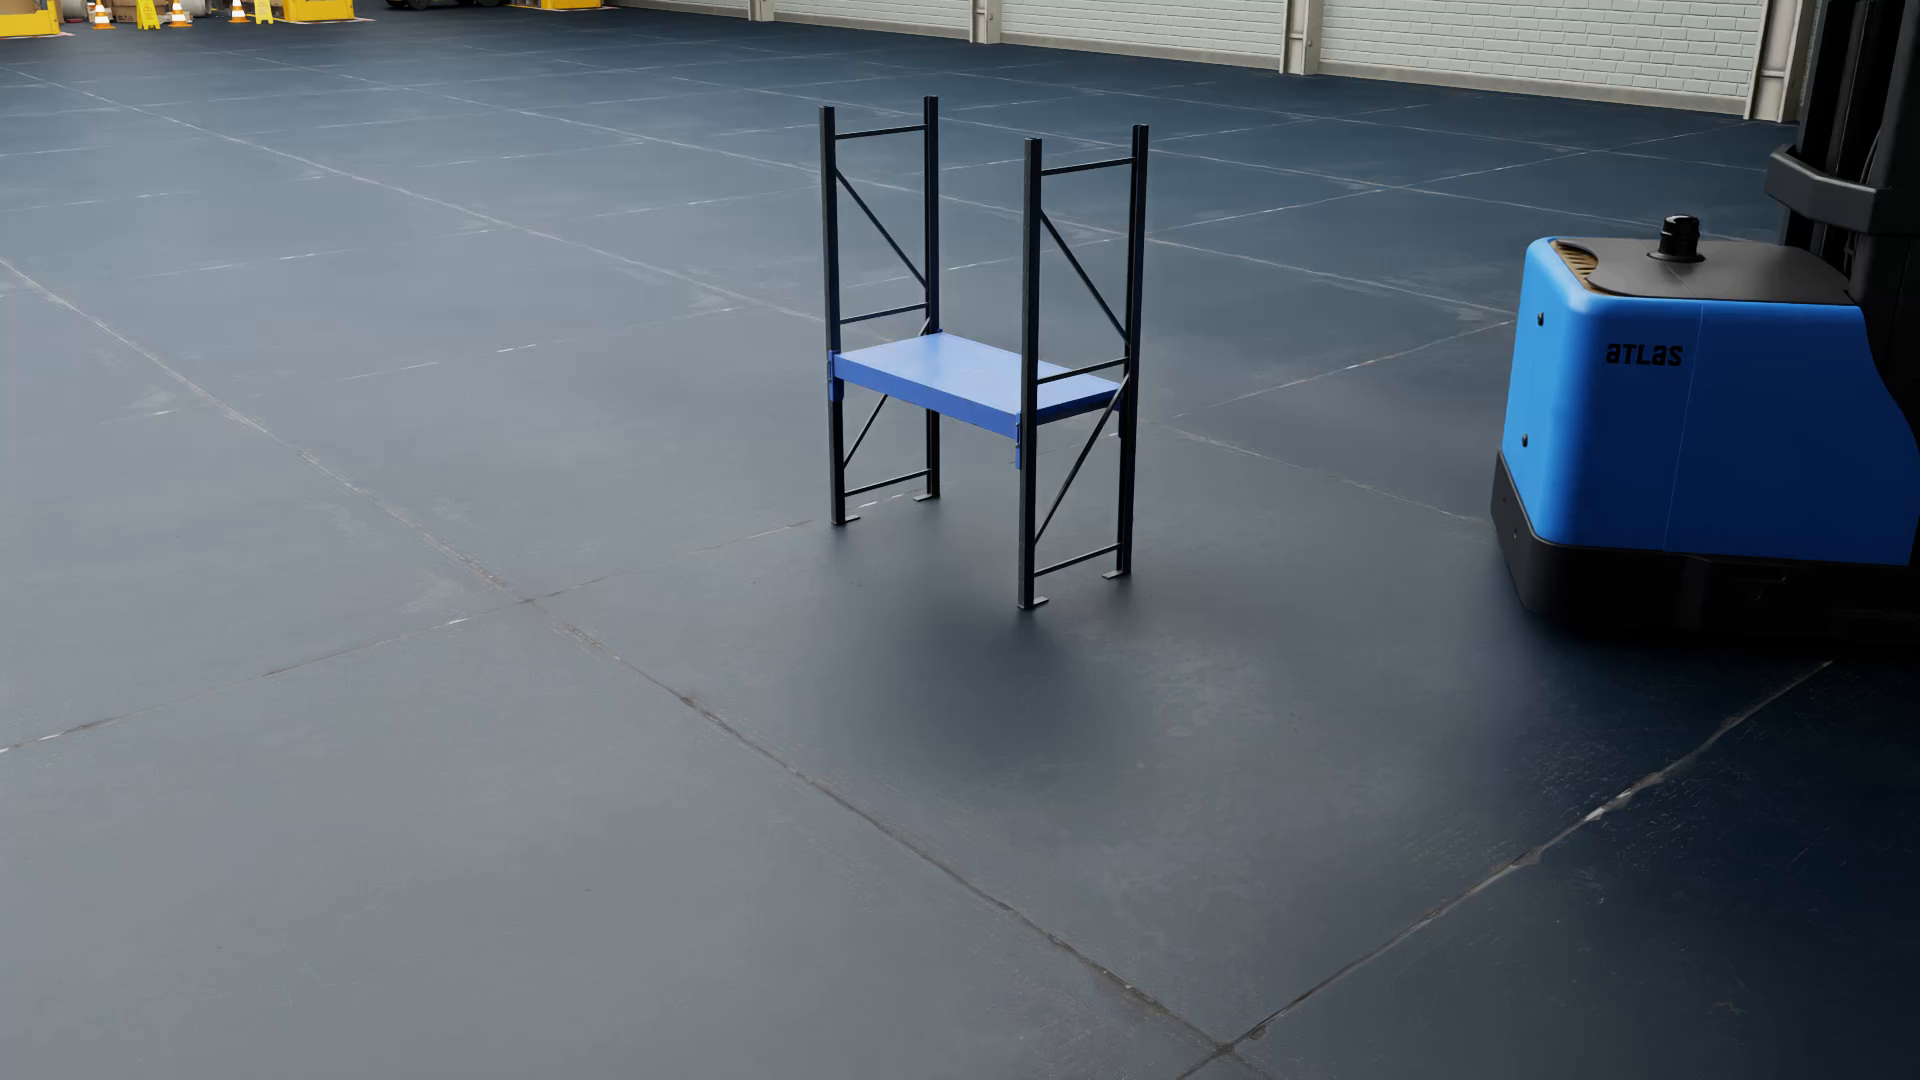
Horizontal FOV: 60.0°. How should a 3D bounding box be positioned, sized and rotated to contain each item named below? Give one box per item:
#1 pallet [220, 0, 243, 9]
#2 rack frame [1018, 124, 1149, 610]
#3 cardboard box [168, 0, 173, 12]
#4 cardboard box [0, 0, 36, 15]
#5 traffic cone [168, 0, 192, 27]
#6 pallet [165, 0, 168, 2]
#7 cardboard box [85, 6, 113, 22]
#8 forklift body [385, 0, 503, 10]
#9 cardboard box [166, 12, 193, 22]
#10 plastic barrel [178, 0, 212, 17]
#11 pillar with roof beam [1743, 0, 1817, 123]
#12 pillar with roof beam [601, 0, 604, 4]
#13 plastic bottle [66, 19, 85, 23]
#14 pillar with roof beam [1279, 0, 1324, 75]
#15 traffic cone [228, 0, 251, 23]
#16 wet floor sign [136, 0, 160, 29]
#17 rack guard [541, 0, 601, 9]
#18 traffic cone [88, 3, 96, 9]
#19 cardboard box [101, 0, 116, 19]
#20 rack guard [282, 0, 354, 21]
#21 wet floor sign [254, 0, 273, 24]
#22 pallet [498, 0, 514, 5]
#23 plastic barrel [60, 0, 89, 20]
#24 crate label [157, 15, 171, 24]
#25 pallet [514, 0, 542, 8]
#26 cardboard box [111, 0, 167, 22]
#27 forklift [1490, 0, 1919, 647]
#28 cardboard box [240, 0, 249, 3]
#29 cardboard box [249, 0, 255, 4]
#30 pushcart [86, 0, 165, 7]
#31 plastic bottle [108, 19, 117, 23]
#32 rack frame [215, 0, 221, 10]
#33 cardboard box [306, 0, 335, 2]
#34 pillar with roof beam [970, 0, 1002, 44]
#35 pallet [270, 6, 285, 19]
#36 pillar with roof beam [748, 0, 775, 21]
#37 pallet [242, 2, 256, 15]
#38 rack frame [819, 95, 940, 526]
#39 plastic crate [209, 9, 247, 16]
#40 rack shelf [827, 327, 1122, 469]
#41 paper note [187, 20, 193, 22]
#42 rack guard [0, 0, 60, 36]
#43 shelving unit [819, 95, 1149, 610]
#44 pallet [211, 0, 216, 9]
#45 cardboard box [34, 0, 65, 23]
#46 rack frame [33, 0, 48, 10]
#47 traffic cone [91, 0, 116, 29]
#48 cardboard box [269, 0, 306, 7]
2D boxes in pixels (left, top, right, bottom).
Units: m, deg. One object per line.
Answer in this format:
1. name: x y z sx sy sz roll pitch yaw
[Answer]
1. pallet: -13.574 -10.343 32.101 1.003 0.211 1.213 -17 27 -37
2. rack frame: 0.388 -0.534 5.292 0.500 1.500 0.032 -17 27 -37
3. cardboard box: -14.371 -10.035 30.917 0.500 0.500 0.500 0 21 -1
4. cardboard box: -15.605 -8.884 26.892 0.875 0.875 0.875 -17 27 -37
5. traffic cone: -13.305 -8.985 28.290 0.336 0.463 0.334 -17 27 -37
6. pallet: -16.141 -11.409 34.822 1.003 0.211 1.213 -17 27 -37
7. cardboard box: -15.206 -9.302 29.370 0.396 0.266 0.258 -12 25 -28
8. forklift body: -10.290 -11.590 32.626 2.313 2.155 1.214 -17 27 -37
9. cardboard box: -13.814 -9.267 29.439 0.380 0.149 0.250 -4 22 -10
10. plastic barrel: -13.923 -9.724 30.229 0.512 0.421 0.421 0 21 -1
11. pillar with roof beam: 4.963 -7.440 12.641 9.100 9.000 0.400 -17 27 -37
12. pillar with roof beam: -10.703 -14.071 29.571 9.100 9.000 0.400 -17 27 -37
13. plastic bottle: -15.470 -9.085 29.095 0.133 0.061 0.283 12 24 27
14. pillar with roof beam: 1.046 -9.098 16.873 9.100 9.000 0.400 -17 27 -37
15. traffic cone: -12.686 -9.343 29.205 0.336 0.463 0.334 -17 27 -37
16. wet floor sign: -13.593 -8.874 27.755 0.232 0.644 0.267 17 27 36
17. rack guard: -7.655 -10.725 32.681 1.175 0.500 0.348 -17 27 -37
18. traffic cone: -16.856 -10.488 32.128 0.336 0.463 0.334 -17 27 -37
19. cardboard box: -15.109 -9.753 30.008 0.797 0.637 0.503 -17 27 -37
20. rack guard: -11.478 -9.570 29.732 1.175 0.500 0.348 -17 27 -37
21. wet floor sign: -12.115 -9.309 28.868 0.267 0.644 0.232 -8 23 -19
22. pallet: -8.993 -11.135 34.125 1.003 0.211 1.213 -17 27 -37
23. plastic barrel: -15.821 -9.464 29.566 0.512 0.421 0.421 0 21 -1
24. crate label: -13.865 -9.036 28.866 0.298 0.136 0.250 7 23 18
25. pallet: -8.201 -10.799 33.265 1.003 0.211 1.213 -17 27 -37
26. cardboard box: -14.493 -9.433 29.378 0.637 0.503 0.797 3 22 9
27. forklift: 3.347 -1.152 4.906 3.031 2.935 1.130 4 22 9
28. cardboard box: -13.153 -10.215 31.147 0.500 0.250 0.500 -18 28 -38
29. cardboard box: -12.838 -10.076 30.790 0.500 0.250 0.500 -19 28 -39
30. pushcart: -15.734 -10.040 31.102 0.936 0.377 1.648 12 24 27
31. plastic bottle: -14.899 -9.088 29.104 0.283 0.061 0.133 12 24 27
32. rack frame: -14.039 -11.818 32.044 1.000 3.000 0.127 -17 27 -37
33. cardboard box: -11.745 -9.917 30.385 0.500 0.250 0.500 -18 28 -38
34. pillar with roof beam: -2.870 -10.756 21.106 9.100 9.000 0.400 -17 27 -37
35. pallet: -11.981 -9.668 30.379 1.003 0.211 1.213 -17 27 -37
36. pillar with roof beam: -6.787 -12.413 25.338 9.100 9.000 0.400 -17 27 -37
37. pallet: -12.773 -10.005 31.240 1.003 0.211 1.213 -17 27 -37
38. rack frame: -0.276 -0.815 6.009 0.500 1.500 0.032 -17 27 -37
39. plastic crate: -13.636 -9.830 30.971 0.583 0.080 0.402 12 24 27
40. rack shelf: 0.056 -0.507 5.716 0.538 0.185 1.000 -17 27 -37
41. paper note: -13.553 -9.118 29.221 0.142 0.019 0.148 12 24 27
42. rack guard: -15.097 -8.336 26.582 1.175 0.500 0.348 -17 27 -37
43. shelving unit: 0.056 -0.675 5.650 0.538 1.500 1.048 -17 27 -37
44. pallet: -14.549 -10.734 33.101 1.003 0.211 1.213 -17 27 -37
45. cardboard box: -15.932 -9.264 28.949 0.500 0.500 0.500 -12 25 -28
46. rack frame: -15.112 -9.507 26.143 1.000 3.000 0.127 -17 27 -37
47. traffic cone: -14.383 -8.810 27.843 0.336 0.463 0.334 -17 27 -37
48. cardboard box: -12.175 -9.794 30.071 0.500 0.250 0.500 -18 27 -38
